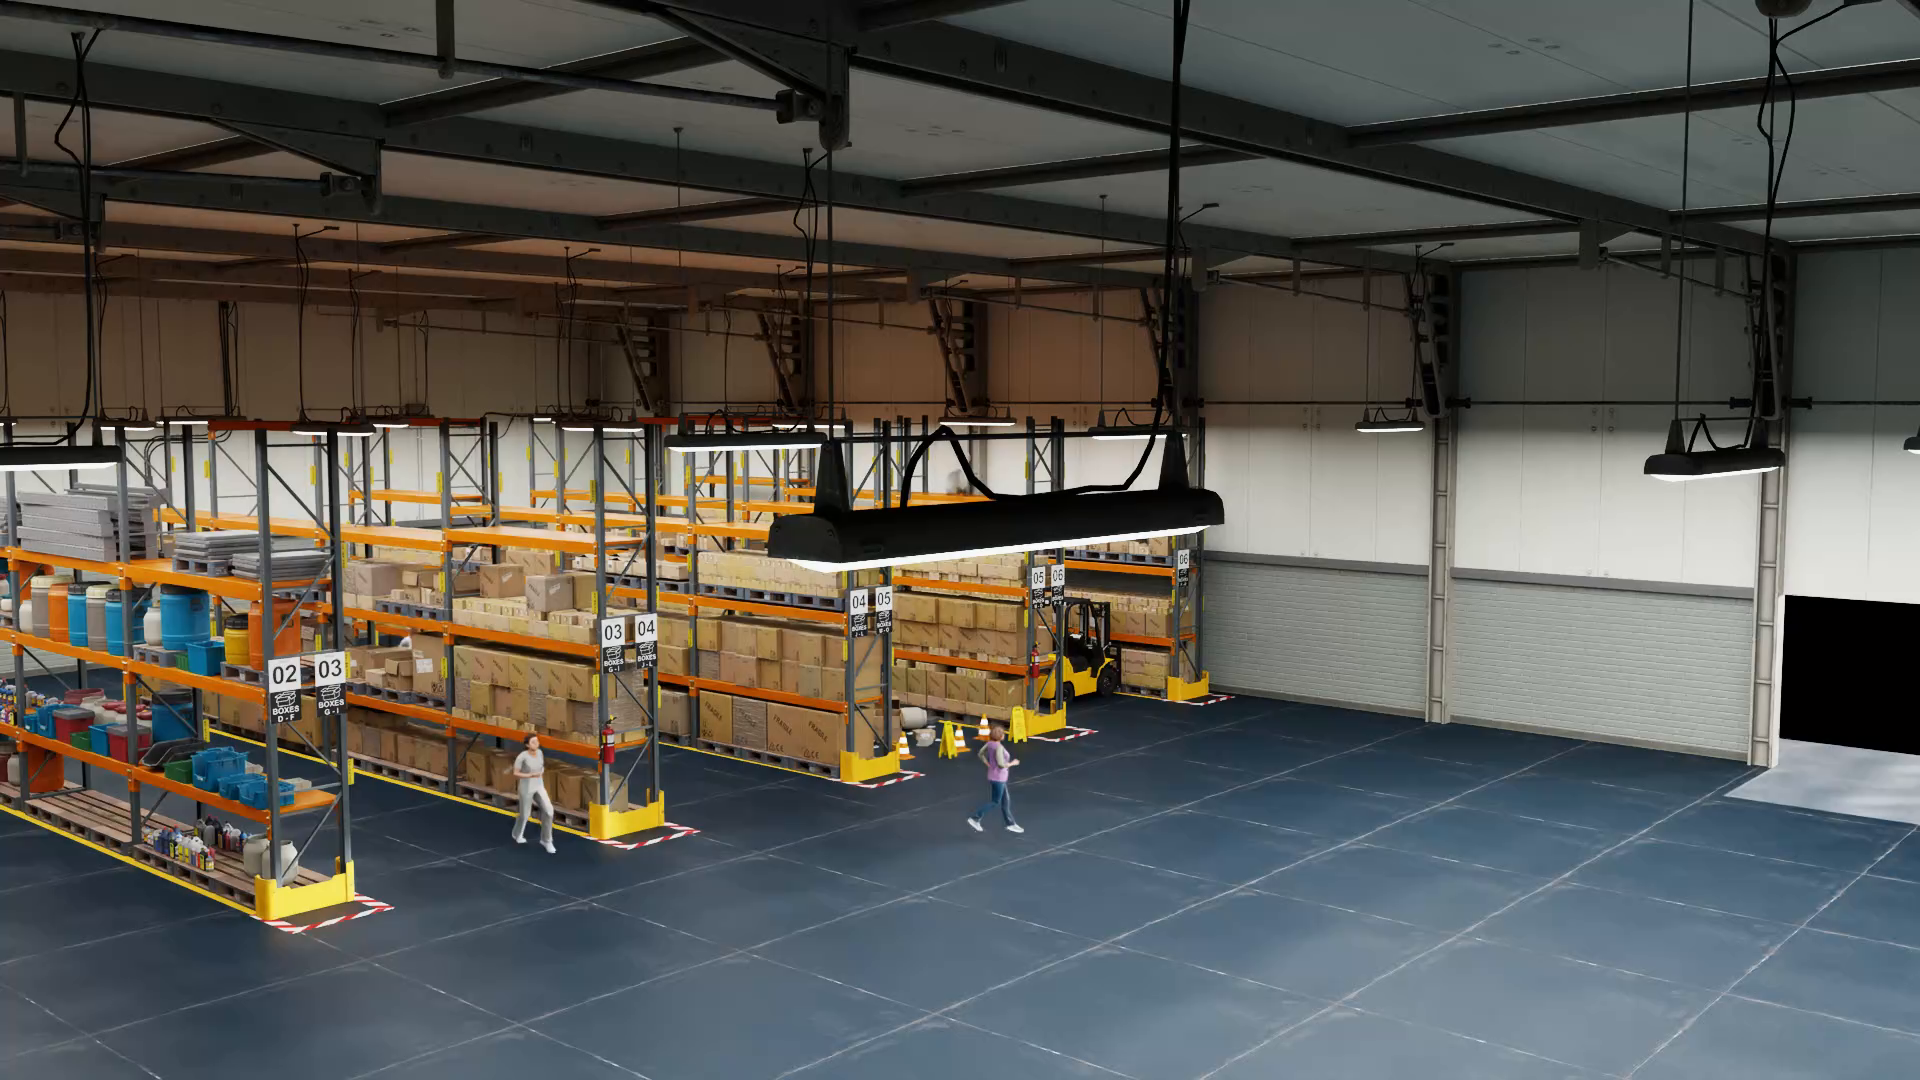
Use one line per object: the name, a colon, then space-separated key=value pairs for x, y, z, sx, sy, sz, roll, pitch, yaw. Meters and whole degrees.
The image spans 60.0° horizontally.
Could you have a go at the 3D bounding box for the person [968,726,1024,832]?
person: x=0.539 y=3.501 z=24.210 sx=0.853 sy=1.596 sz=0.532 roll=-1 pitch=5 yaw=-14

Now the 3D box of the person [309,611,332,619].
person: x=-14.784 y=2.258 z=38.459 sx=0.714 sy=1.771 sz=0.938 roll=1 pitch=5 yaw=13

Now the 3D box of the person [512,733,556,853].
person: x=-6.078 y=3.556 z=23.488 sx=0.825 sy=1.699 sz=0.588 roll=5 pitch=7 yaw=44

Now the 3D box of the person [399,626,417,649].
person: x=-11.282 y=2.597 z=34.421 sx=0.957 sy=1.774 sz=0.671 roll=4 pitch=6 yaw=40
